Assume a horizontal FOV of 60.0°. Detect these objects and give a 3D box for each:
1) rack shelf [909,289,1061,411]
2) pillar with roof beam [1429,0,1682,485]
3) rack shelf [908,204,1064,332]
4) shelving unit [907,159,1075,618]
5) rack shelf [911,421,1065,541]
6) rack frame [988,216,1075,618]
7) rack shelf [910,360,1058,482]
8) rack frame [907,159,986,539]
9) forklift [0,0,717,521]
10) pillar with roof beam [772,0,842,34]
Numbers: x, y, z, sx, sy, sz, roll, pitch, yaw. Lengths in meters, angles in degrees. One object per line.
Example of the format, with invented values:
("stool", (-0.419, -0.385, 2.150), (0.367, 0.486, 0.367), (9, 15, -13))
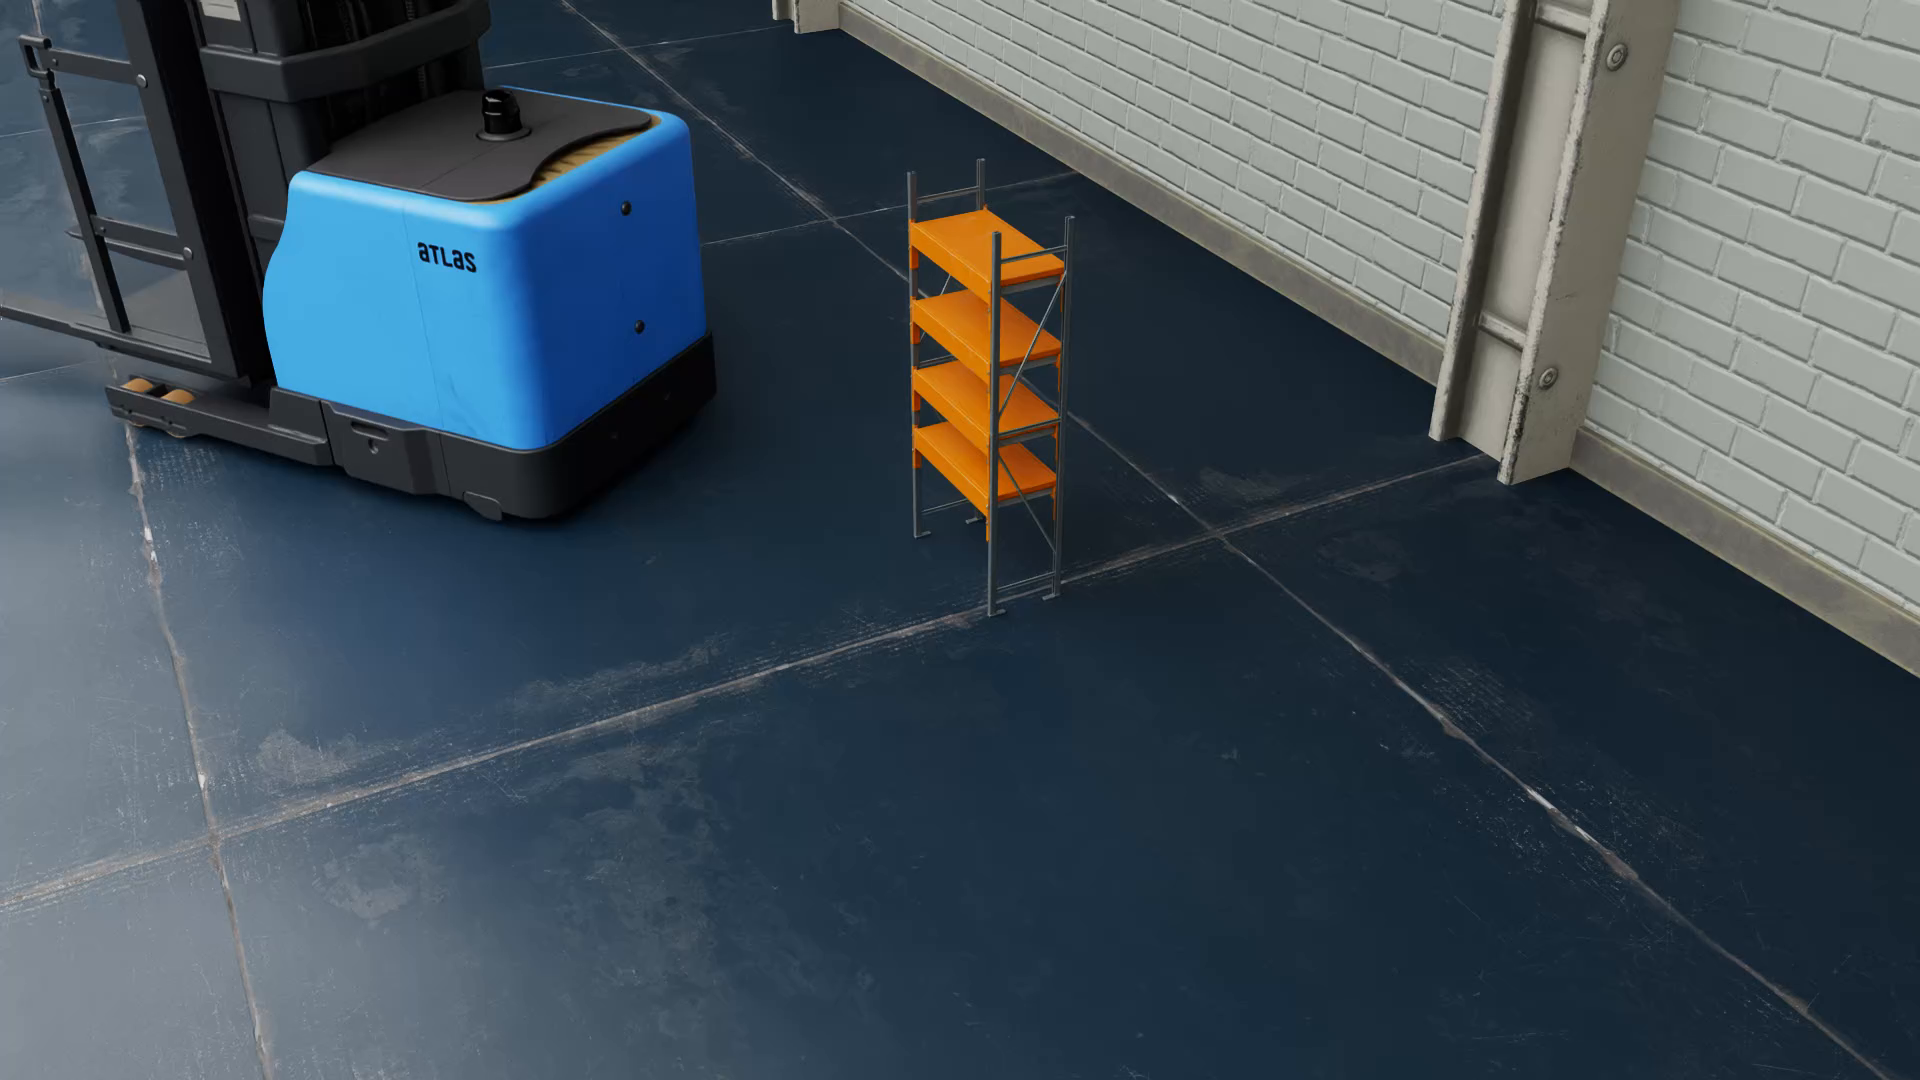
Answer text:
("rack shelf", (0.077, -0.558, 4.719), (0.258, 0.148, 0.480), (-16, 36, -23))
("pillar with roof beam", (-1.942, -3.020, 1.622), (9.100, 9.000, 0.400), (-16, 36, -23))
("rack shelf", (0.077, -0.757, 4.591), (0.258, 0.148, 0.480), (-16, 36, -23))
("shelving unit", (0.077, -0.426, 4.803), (0.258, 1.200, 0.503), (-16, 36, -23))
("rack shelf", (0.077, -0.202, 4.946), (0.258, 0.148, 0.480), (-16, 36, -23))
("rack frame", (0.191, -0.310, 4.621), (0.240, 1.200, 0.015), (-16, 36, -23))
("rack shelf", (0.077, -0.370, 4.839), (0.258, 0.148, 0.480), (-16, 36, -23))
("rack frame", (-0.037, -0.543, 4.985), (0.240, 1.200, 0.015), (-16, 36, -23))
("forklift", (-2.425, -1.829, 5.388), (3.031, 2.935, 1.130), (14, 35, 21))
("pillar with roof beam", (-4.740, -5.883, 6.091), (9.100, 9.000, 0.400), (-16, 36, -23))
